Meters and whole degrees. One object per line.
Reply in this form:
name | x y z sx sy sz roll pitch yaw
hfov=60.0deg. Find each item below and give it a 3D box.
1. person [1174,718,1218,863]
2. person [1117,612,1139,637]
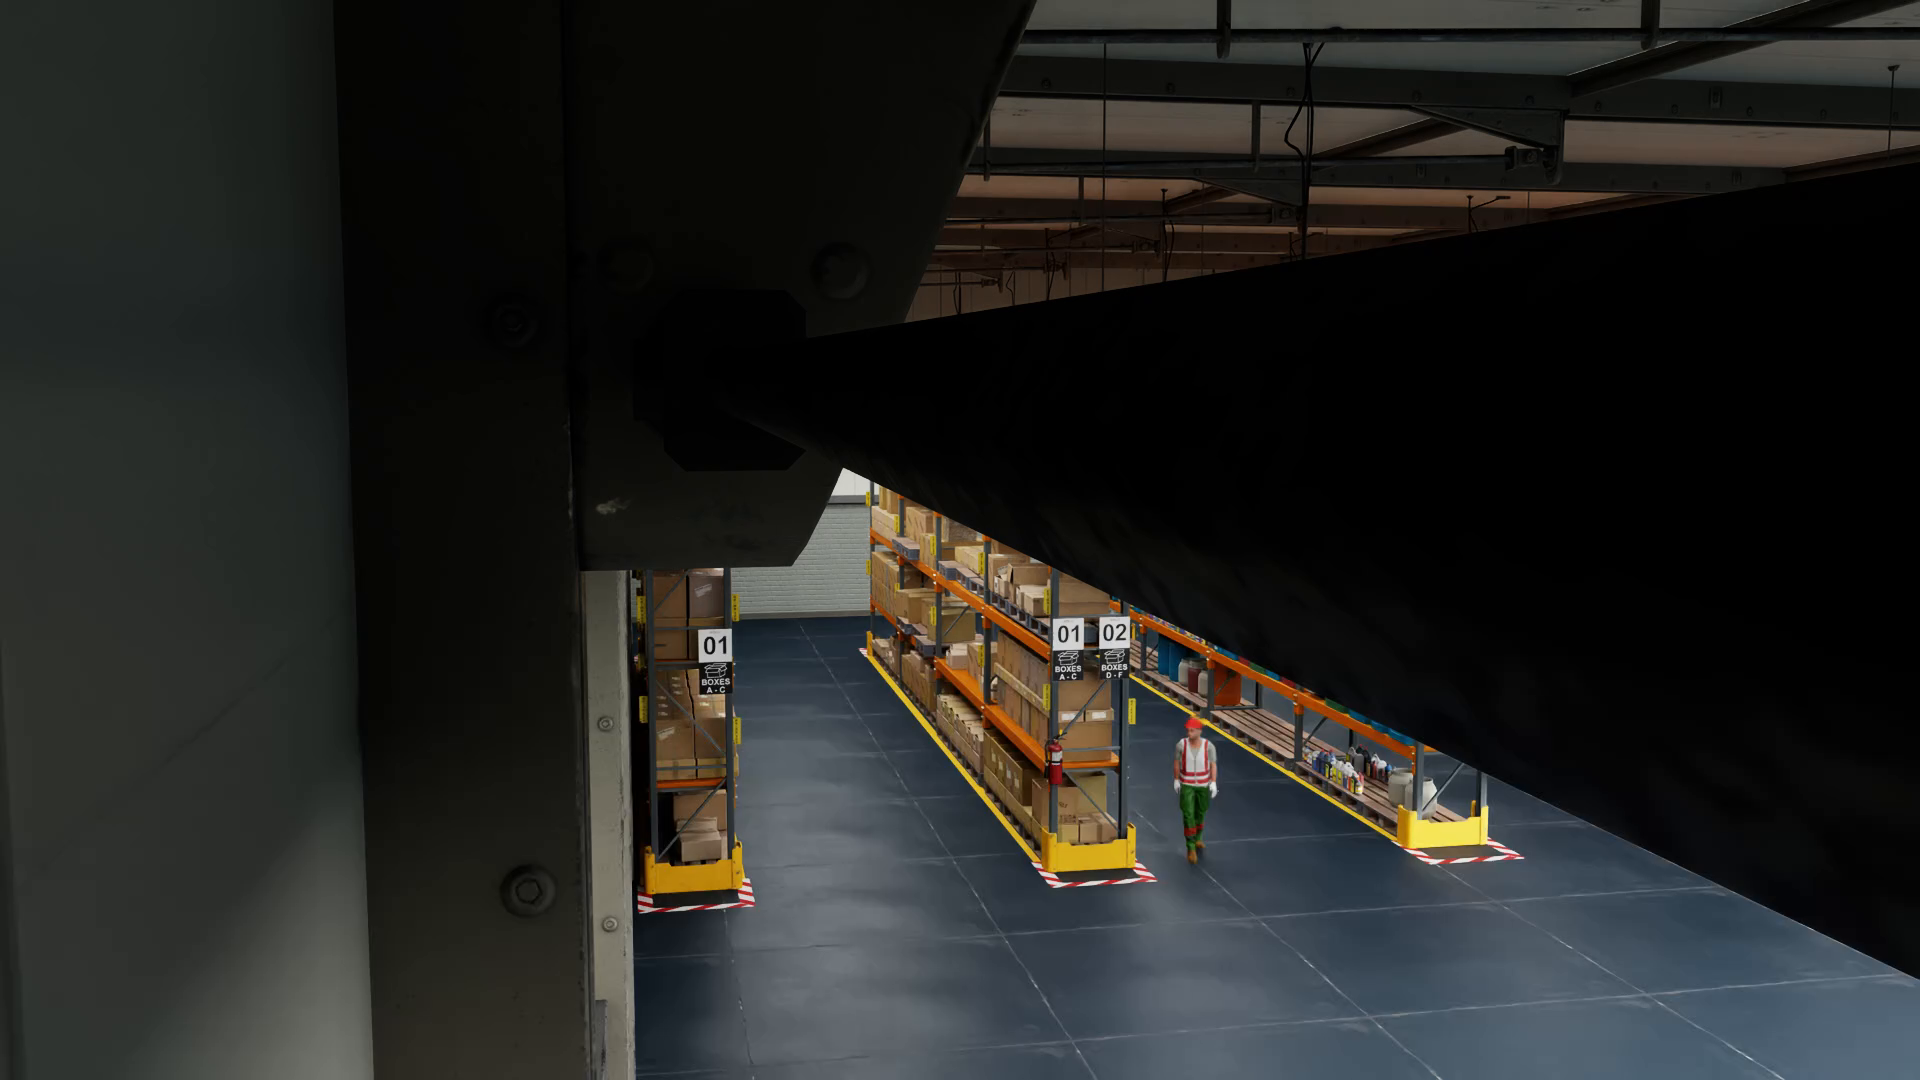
person | 3.052 3.195 21.507 0.552 1.774 0.850 0 6 4
person | 3.859 1.436 39.067 1.081 1.597 0.460 6 8 44
